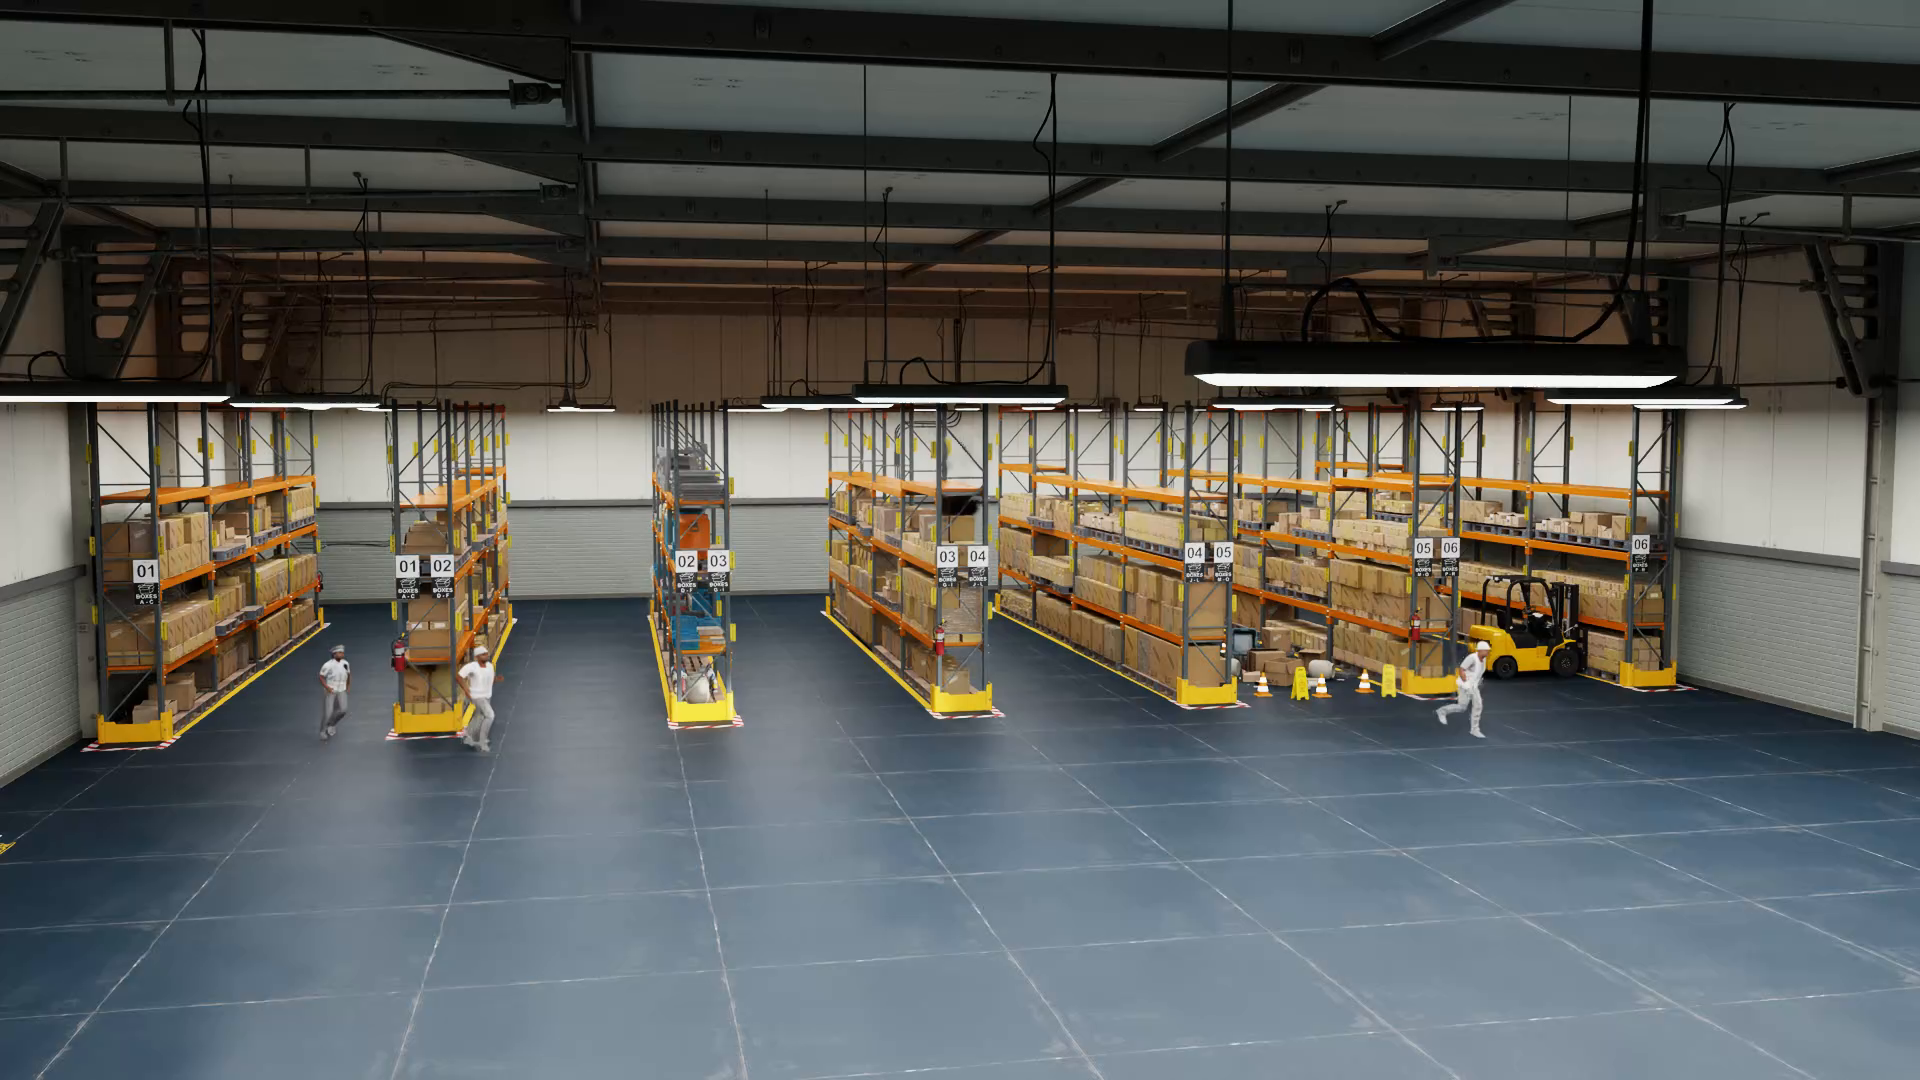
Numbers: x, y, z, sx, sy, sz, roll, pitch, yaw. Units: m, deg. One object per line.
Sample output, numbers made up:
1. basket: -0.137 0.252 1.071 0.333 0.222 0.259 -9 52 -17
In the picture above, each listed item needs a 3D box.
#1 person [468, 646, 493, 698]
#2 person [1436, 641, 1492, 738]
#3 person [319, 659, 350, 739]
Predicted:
1. person: -8.165 2.243 28.359 0.371 0.873 0.438 2 5 19
2. person: 9.032 2.644 29.808 1.000 1.727 0.441 3 6 39
3. person: -11.093 2.813 29.504 0.505 1.388 0.539 -4 6 -43
